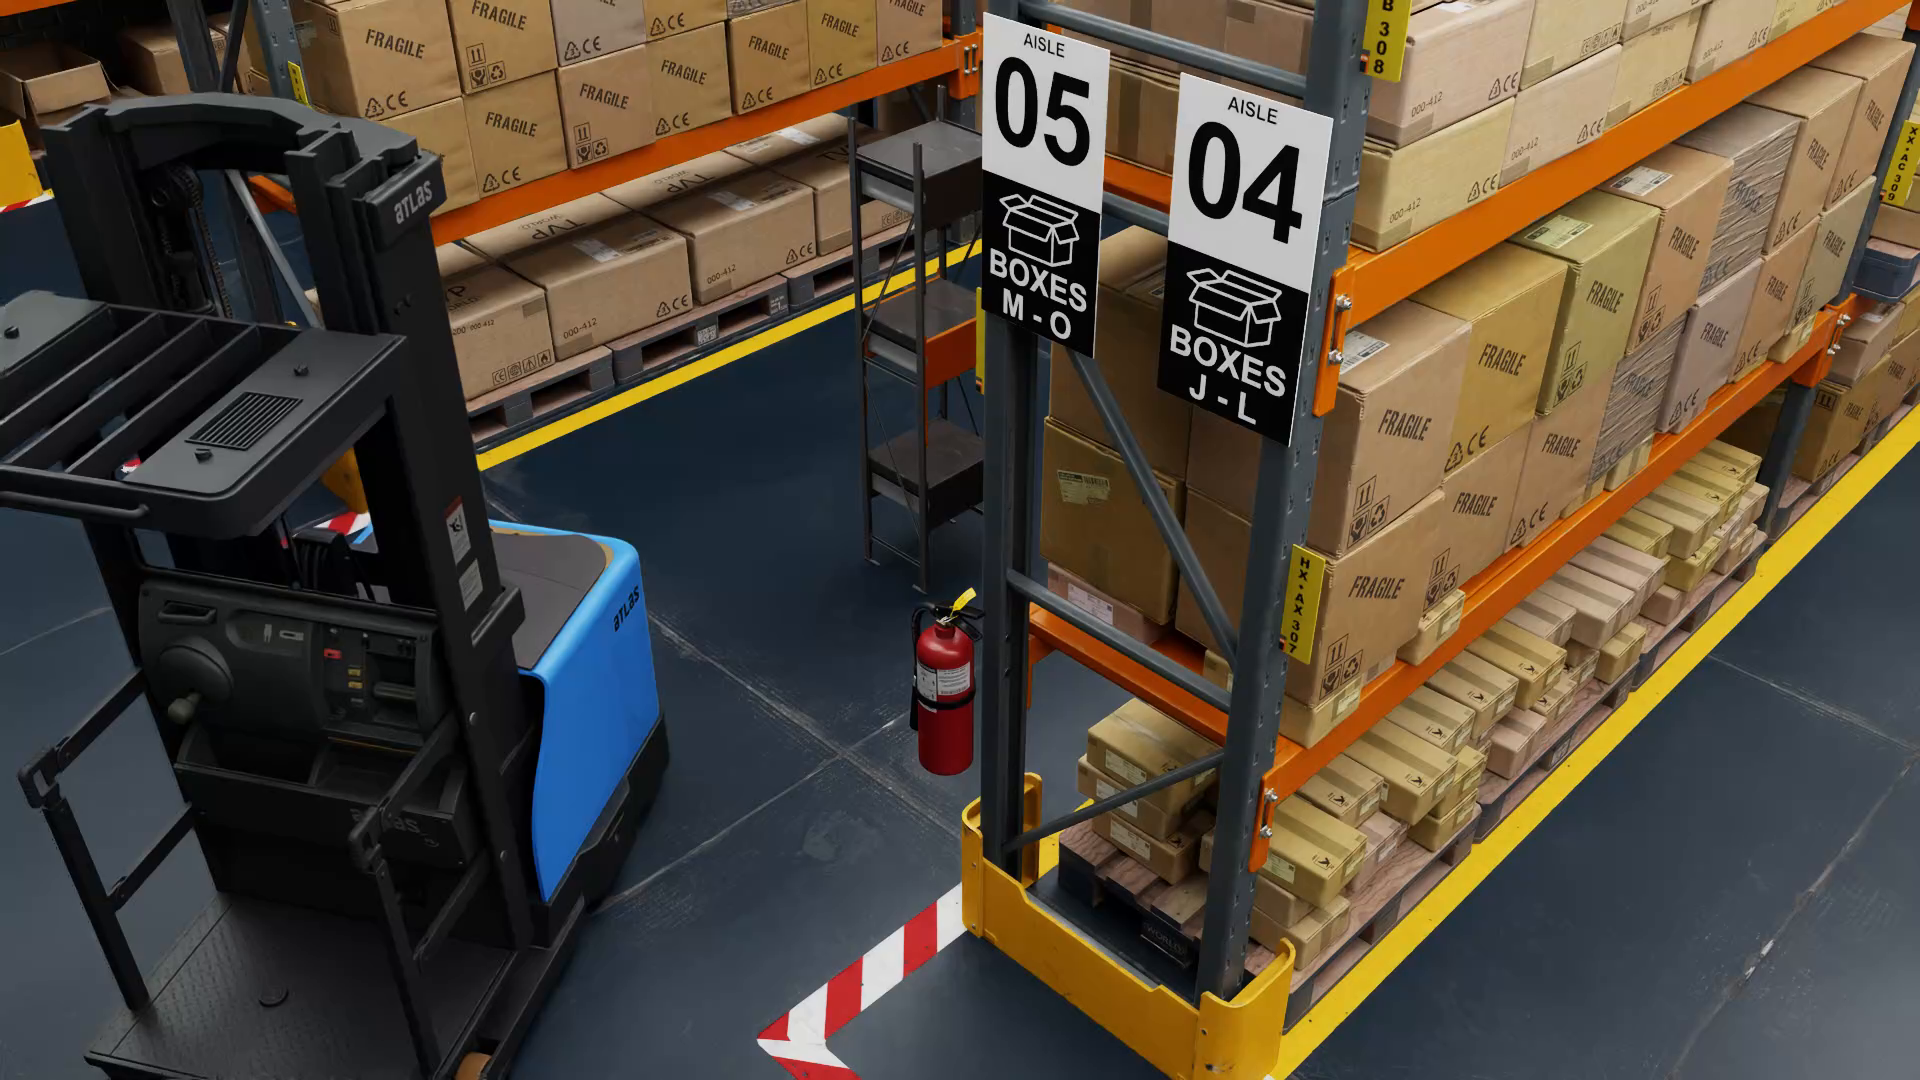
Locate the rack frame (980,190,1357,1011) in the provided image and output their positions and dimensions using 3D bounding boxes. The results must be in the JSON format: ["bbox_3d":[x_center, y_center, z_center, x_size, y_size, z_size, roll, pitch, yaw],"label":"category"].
[{"bbox_3d":[0.462,0.298,4.700,1.000,3.000,0.127,30,45,35],"label":"rack frame"}]

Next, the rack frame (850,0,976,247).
[{"bbox_3d":[-0.304,-3.280,9.831,1.000,3.000,0.127,30,45,35],"label":"rack frame"}]

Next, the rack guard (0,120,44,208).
[{"bbox_3d":[-6.594,-2.661,11.128,1.175,0.500,0.348,30,45,35],"label":"rack guard"}]

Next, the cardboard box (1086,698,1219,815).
[{"bbox_3d":[0.655,0.734,5.680,0.250,0.149,0.380,-29,44,-35],"label":"cardboard box"}]

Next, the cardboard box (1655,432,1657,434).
[{"bbox_3d":[2.323,-0.481,6.037,0.380,0.149,0.250,29,44,35],"label":"cardboard box"}]

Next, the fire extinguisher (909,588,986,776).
[{"bbox_3d":[-0.043,0.399,4.949,0.296,0.674,0.183,30,45,35],"label":"fire extinguisher"}]

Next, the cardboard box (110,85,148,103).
[{"bbox_3d":[-5.822,-3.025,11.590,0.380,0.149,0.250,28,43,34],"label":"cardboard box"}]

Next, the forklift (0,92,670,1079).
[{"bbox_3d":[-1.970,0.431,4.570,1.130,2.935,3.031,8,36,11],"label":"forklift"}]

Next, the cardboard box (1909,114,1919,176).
[{"bbox_3d":[3.884,-1.614,6.774,0.250,0.149,0.380,-27,43,-33],"label":"cardboard box"}]

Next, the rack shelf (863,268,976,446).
[{"bbox_3d":[-0.117,-0.783,7.061,0.431,0.518,0.480,30,45,35],"label":"rack shelf"}]

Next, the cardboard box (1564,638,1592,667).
[{"bbox_3d":[2.310,0.310,6.548,0.380,0.149,0.250,27,43,33],"label":"cardboard box"}]

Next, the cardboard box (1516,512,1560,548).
[{"bbox_3d":[1.788,-0.155,5.570,0.380,0.149,0.250,29,44,34],"label":"cardboard box"}]

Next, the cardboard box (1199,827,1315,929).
[{"bbox_3d":[1.013,1.064,5.467,0.250,0.149,0.380,-28,44,-34],"label":"cardboard box"}]

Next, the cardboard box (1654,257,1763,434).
[{"bbox_3d":[2.421,-0.767,5.880,0.500,0.500,0.500,29,44,35],"label":"cardboard box"}]

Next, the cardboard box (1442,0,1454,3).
[{"bbox_3d":[1.044,-1.375,3.823,0.250,0.149,0.380,-28,44,-34],"label":"cardboard box"}]

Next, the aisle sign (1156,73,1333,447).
[{"bbox_3d":[0.623,-0.618,3.741,0.394,0.787,0.004,30,45,35],"label":"aisle sign"}]

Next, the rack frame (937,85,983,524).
[{"bbox_3d":[0.055,-0.893,7.195,0.400,2.100,0.015,30,45,35],"label":"rack frame"}]

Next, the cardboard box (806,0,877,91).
[{"bbox_3d":[-0.808,-2.818,9.082,0.500,0.500,0.500,28,44,34],"label":"cardboard box"}]

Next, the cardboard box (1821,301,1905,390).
[{"bbox_3d":[3.988,-0.974,7.687,0.500,0.250,0.500,27,43,33],"label":"cardboard box"}]

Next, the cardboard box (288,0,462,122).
[{"bbox_3d":[-2.582,-2.187,7.302,0.500,0.500,0.500,28,44,34],"label":"cardboard box"}]

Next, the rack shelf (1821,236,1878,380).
[{"bbox_3d":[4.689,-1.843,8.399,1.077,0.370,4.000,30,45,35],"label":"rack shelf"}]

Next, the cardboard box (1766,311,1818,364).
[{"bbox_3d":[3.141,-0.864,6.586,0.380,0.149,0.250,28,44,34],"label":"cardboard box"}]

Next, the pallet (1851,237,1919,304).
[{"bbox_3d":[3.922,-1.499,7.444,1.003,0.211,1.213,30,45,35],"label":"pallet"}]

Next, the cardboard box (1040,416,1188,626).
[{"bbox_3d":[0.596,-0.151,4.997,0.500,0.500,0.500,-29,44,-35],"label":"cardboard box"}]

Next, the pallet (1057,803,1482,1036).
[{"bbox_3d":[1.113,1.095,5.995,1.003,0.211,1.213,30,45,35],"label":"pallet"}]

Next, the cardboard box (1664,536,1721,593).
[{"bbox_3d":[2.925,0.036,6.941,0.380,0.149,0.250,28,44,34],"label":"cardboard box"}]

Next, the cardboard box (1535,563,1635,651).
[{"bbox_3d":[2.347,0.236,6.395,0.380,0.149,0.250,28,44,34],"label":"cardboard box"}]

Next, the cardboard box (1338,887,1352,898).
[{"bbox_3d":[1.184,1.072,5.715,0.380,0.149,0.250,29,44,35],"label":"cardboard box"}]

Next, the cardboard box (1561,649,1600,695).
[{"bbox_3d":[2.285,0.467,6.583,0.250,0.149,0.380,-29,44,-35],"label":"cardboard box"}]

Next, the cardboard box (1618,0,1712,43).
[{"bbox_3d":[1.687,-1.562,4.439,0.500,0.250,0.500,-29,44,-35],"label":"cardboard box"}]

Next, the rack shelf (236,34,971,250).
[{"bbox_3d":[-1.713,-2.173,8.872,1.077,0.370,4.000,30,45,35],"label":"rack shelf"}]

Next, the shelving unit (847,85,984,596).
[{"bbox_3d":[-0.117,-0.794,7.053,0.431,2.100,0.503,30,45,35],"label":"shelving unit"}]

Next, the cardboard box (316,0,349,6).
[{"bbox_3d":[-2.676,-2.406,7.049,0.250,0.149,0.380,-29,44,-35],"label":"cardboard box"}]

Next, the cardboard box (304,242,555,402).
[{"bbox_3d":[-2.728,-1.086,8.557,0.875,0.438,0.875,28,44,34],"label":"cardboard box"}]

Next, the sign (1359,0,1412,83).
[{"bbox_3d":[0.847,-1.072,3.279,0.100,0.325,0.005,30,45,35],"label":"sign"}]

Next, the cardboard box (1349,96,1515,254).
[{"bbox_3d":[0.959,-0.950,3.999,0.500,0.250,0.500,-28,44,-34],"label":"cardboard box"}]

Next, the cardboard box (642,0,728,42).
[{"bbox_3d":[-1.515,-2.815,8.202,0.500,0.500,0.500,-30,45,-35],"label":"cardboard box"}]

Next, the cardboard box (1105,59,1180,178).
[{"bbox_3d":[0.594,-1.162,4.303,0.500,0.250,0.500,29,44,34],"label":"cardboard box"}]

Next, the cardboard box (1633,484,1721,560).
[{"bbox_3d":[2.892,-0.100,6.876,0.380,0.149,0.250,29,44,35],"label":"cardboard box"}]

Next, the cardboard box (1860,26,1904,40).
[{"bbox_3d":[4.157,-2.299,7.757,0.380,0.149,0.250,28,44,34],"label":"cardboard box"}]

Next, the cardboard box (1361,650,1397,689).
[{"bbox_3d":[1.072,0.282,4.944,0.250,0.149,0.380,-28,44,-34],"label":"cardboard box"}]

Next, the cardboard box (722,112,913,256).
[{"bbox_3d":[-0.823,-2.189,10.140,0.875,0.438,0.875,29,44,35],"label":"cardboard box"}]

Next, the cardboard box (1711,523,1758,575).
[{"bbox_3d":[3.245,-0.032,7.299,0.250,0.149,0.380,-29,44,-35],"label":"cardboard box"}]

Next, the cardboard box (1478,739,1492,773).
[{"bbox_3d":[1.724,0.767,6.153,0.380,0.149,0.250,30,45,35],"label":"cardboard box"}]

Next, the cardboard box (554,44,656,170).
[{"bbox_3d":[-1.873,-2.192,8.183,0.500,0.500,0.500,29,44,35],"label":"cardboard box"}]

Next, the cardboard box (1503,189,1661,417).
[{"bbox_3d":[1.700,-0.760,4.996,0.500,0.500,0.500,28,44,34],"label":"cardboard box"}]

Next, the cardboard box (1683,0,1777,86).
[{"bbox_3d":[2.058,-1.581,4.904,0.500,0.250,0.500,29,44,35],"label":"cardboard box"}]

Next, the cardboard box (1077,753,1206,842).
[{"bbox_3d":[0.631,0.844,5.783,0.380,0.149,0.250,28,44,34],"label":"cardboard box"}]

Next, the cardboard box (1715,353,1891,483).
[{"bbox_3d":[3.989,-0.666,7.900,0.500,0.500,0.500,-28,44,-34],"label":"cardboard box"}]

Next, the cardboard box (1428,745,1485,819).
[{"bbox_3d":[1.613,0.780,5.874,0.250,0.149,0.380,-28,44,-34],"label":"cardboard box"}]

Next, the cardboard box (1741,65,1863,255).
[{"bbox_3d":[2.780,-1.387,5.895,0.500,0.500,0.500,28,44,34],"label":"cardboard box"}]

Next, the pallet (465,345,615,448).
[{"bbox_3d":[-2.615,-0.868,8.811,1.003,0.211,1.213,30,45,35],"label":"pallet"}]

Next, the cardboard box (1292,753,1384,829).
[{"bbox_3d":[1.181,0.815,5.564,0.250,0.149,0.380,-29,44,-35],"label":"cardboard box"}]

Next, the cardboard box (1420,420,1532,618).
[{"bbox_3d":[1.333,-0.163,5.015,0.500,0.500,0.500,30,45,35],"label":"cardboard box"}]

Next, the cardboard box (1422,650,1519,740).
[{"bbox_3d":[1.767,0.521,5.985,0.250,0.149,0.380,-28,44,-34],"label":"cardboard box"}]
